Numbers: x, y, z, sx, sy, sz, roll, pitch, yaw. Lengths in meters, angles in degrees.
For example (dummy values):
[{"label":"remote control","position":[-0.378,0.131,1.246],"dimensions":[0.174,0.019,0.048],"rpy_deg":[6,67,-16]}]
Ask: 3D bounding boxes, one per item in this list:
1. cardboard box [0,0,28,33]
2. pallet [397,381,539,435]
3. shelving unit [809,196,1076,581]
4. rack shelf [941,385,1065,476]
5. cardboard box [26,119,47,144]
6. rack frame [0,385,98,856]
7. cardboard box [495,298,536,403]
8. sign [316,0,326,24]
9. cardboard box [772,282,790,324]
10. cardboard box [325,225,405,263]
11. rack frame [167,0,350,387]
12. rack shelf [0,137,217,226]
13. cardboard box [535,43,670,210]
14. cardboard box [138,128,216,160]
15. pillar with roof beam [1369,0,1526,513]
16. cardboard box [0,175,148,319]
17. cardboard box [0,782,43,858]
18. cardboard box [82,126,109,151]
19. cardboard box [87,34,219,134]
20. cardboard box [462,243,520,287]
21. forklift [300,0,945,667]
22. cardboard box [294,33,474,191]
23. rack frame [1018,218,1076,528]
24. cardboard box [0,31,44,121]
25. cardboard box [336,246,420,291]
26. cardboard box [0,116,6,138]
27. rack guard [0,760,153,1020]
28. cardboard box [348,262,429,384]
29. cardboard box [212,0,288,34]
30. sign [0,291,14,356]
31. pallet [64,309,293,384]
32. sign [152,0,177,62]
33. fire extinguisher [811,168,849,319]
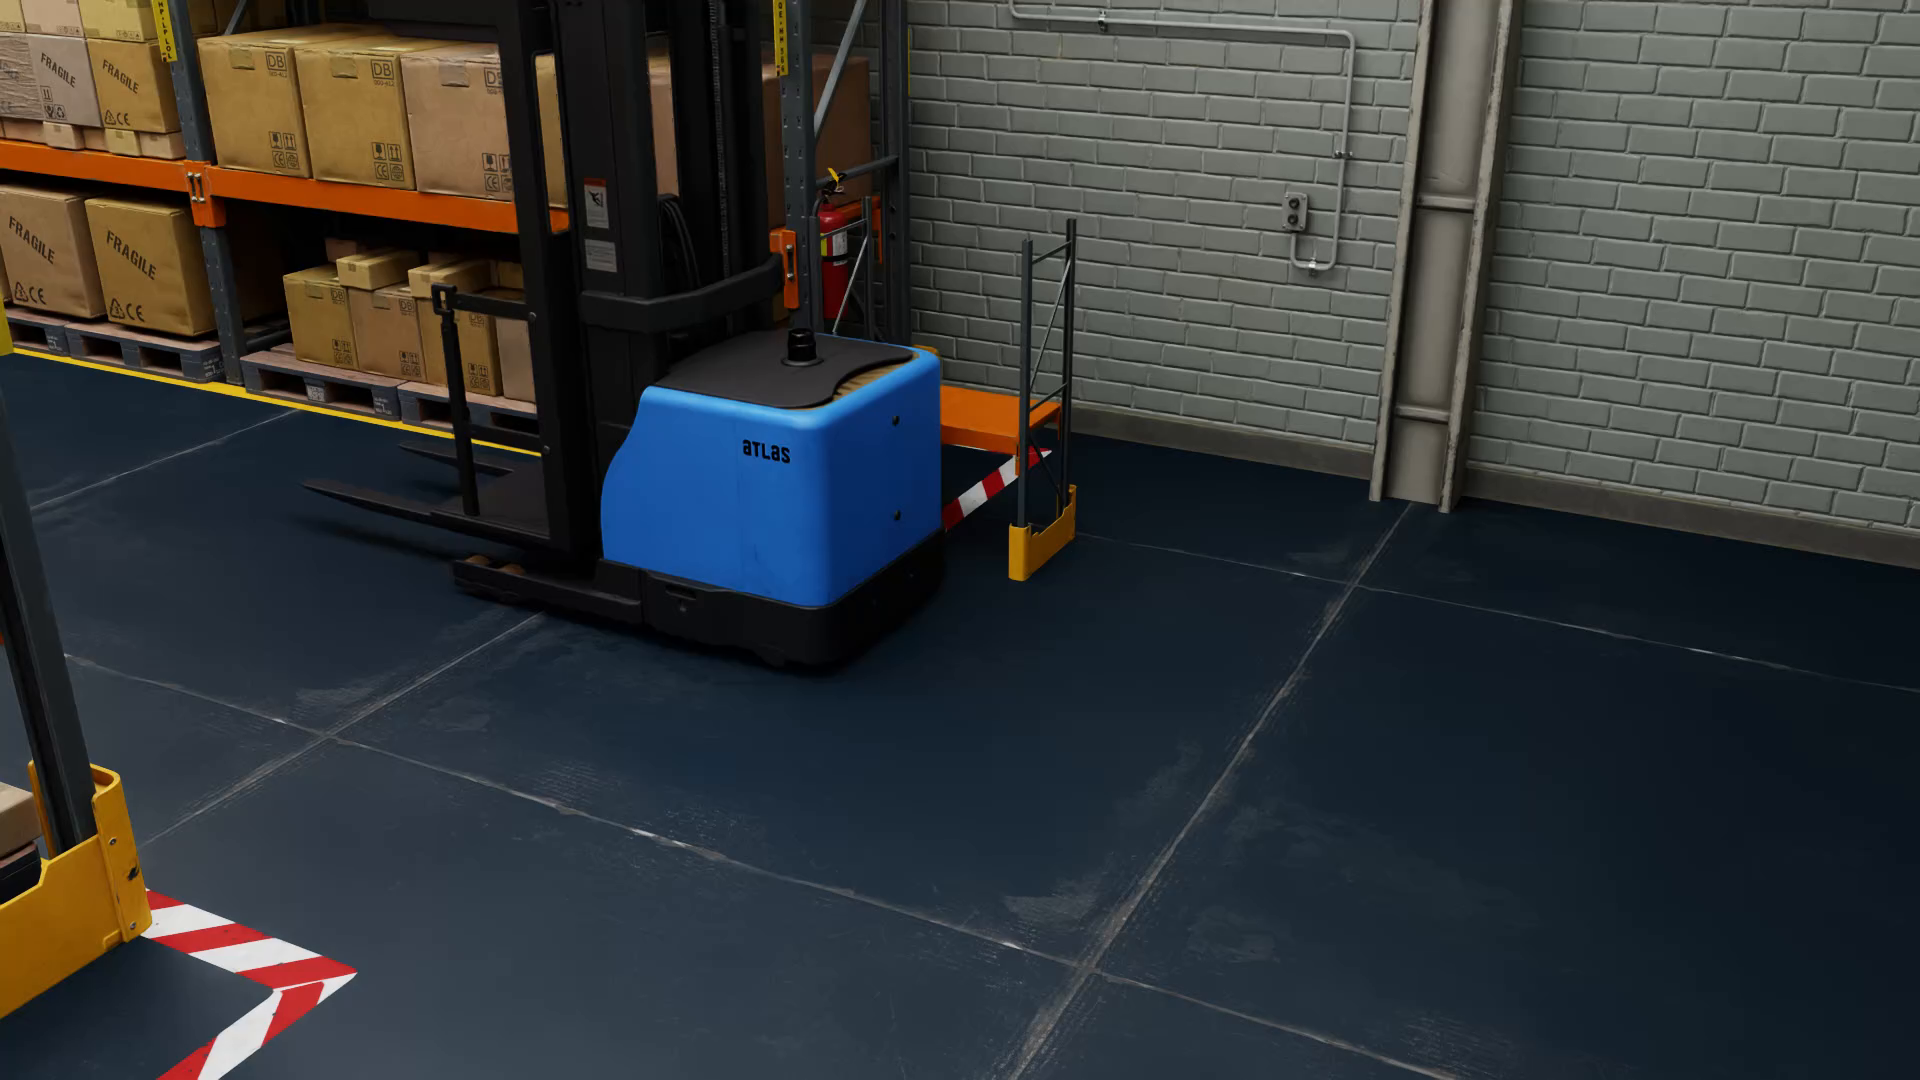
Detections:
[{"label":"cardboard box","position":[-5.544,-3.192,9.931],"dimensions":[0.500,0.250,0.500],"rpy_deg":[12,26,26]},{"label":"pallet","position":[-2.369,-0.818,9.404],"dimensions":[1.213,0.211,1.003],"rpy_deg":[11,25,25]},{"label":"shelving unit","position":[-0.068,-0.704,7.488],"dimensions":[1.083,1.500,0.587],"rpy_deg":[11,25,25]},{"label":"rack shelf","position":[-0.076,-0.540,7.562],"dimensions":[1.000,0.185,0.538],"rpy_deg":[11,25,25]},{"label":"cardboard box","position":[-5.432,-2.522,10.144],"dimensions":[0.250,0.149,0.380],"rpy_deg":[11,25,25]},{"label":"rack frame","position":[-2.767,-0.041,4.013],"dimensions":[0.127,3.000,1.000],"rpy_deg":[11,25,25]},{"label":"cardboard box","position":[-2.101,-1.080,9.114],"dimensions":[0.500,0.500,0.700],"rpy_deg":[10,25,23]},{"label":"sign","position":[-3.856,-3.107,10.015],"dimensions":[0.005,0.325,0.100],"rpy_deg":[11,25,25]},{"label":"cardboard box","position":[-1.003,-1.249,8.684],"dimensions":[0.250,0.149,0.380],"rpy_deg":[11,26,25]},{"label":"cardboard box","position":[-3.524,-1.746,9.852],"dimensions":[0.250,0.149,0.380],"rpy_deg":[11,25,24]},{"label":"rack frame","position":[-4.105,-2.478,9.743],"dimensions":[0.127,3.000,1.000],"rpy_deg":[11,25,25]},{"label":"rack shelf","position":[-5.890,-2.500,10.715],"dimensions":[4.000,0.370,1.077],"rpy_deg":[11,25,25]},{"label":"cardboard box","position":[-1.649,-2.121,8.520],"dimensions":[0.700,0.700,0.980],"rpy_deg":[11,25,24]},{"label":"cardboard box","position":[-4.534,-2.332,9.697],"dimensions":[0.250,0.149,0.380],"rpy_deg":[11,26,25]},{"label":"pillar with roof beam","position":[0.322,-2.854,2.962],"dimensions":[0.400,9.000,9.100],"rpy_deg":[11,25,25]},{"label":"cardboard box","position":[-5.538,-1.907,10.612],"dimensions":[0.750,0.750,0.750],"rpy_deg":[12,26,26]},{"label":"cardboard box","position":[-2.986,0.875,4.941],"dimensions":[0.250,0.149,0.380],"rpy_deg":[11,25,25]},{"label":"cardboard box","position":[-4.981,-2.430,9.927],"dimensions":[0.250,0.149,0.380],"rpy_deg":[12,26,26]},{"label":"cardboard box","position":[-4.631,-2.663,9.646],"dimensions":[0.500,0.500,0.500],"rpy_deg":[11,25,24]},{"label":"cardboard box","position":[-2.592,-1.563,9.420],"dimensions":[0.250,0.149,0.380],"rpy_deg":[11,26,25]},{"label":"forklift","position":[-1.610,-1.246,6.934],"dimensions":[3.031,2.935,1.130],"rpy_deg":[12,26,26]},{"label":"cardboard box","position":[-2.979,-2.384,9.139],"dimensions":[0.700,0.700,0.980],"rpy_deg":[11,25,23]},{"label":"rack frame","position":[0.378,-0.615,7.281],"dimensions":[0.032,1.500,0.500],"rpy_deg":[11,25,25]},{"label":"cardboard box","position":[-5.535,-2.842,10.066],"dimensions":[0.500,0.500,0.500],"rpy_deg":[11,26,25]},{"label":"cardboard box","position":[-3.261,-1.527,9.337],"dimensions":[0.250,0.149,0.380],"rpy_deg":[12,26,26]},{"label":"cardboard box","position":[-5.880,-2.623,10.380],"dimensions":[0.250,0.149,0.380],"rpy_deg":[12,26,26]},{"label":"rack guard","position":[-2.835,1.096,4.534],"dimensions":[0.348,0.500,1.175],"rpy_deg":[11,25,25]},{"label":"cardboard box","position":[-3.037,-1.263,9.544],"dimensions":[0.500,0.500,0.700],"rpy_deg":[11,25,24]},{"label":"cardboard box","position":[-4.398,-3.187,9.920],"dimensions":[0.500,0.250,0.500],"rpy_deg":[12,26,26]},{"label":"sign","position":[-2.522,-0.629,4.289],"dimensions":[0.005,0.325,0.100],"rpy_deg":[11,25,25]},{"label":"pallet","position":[-4.828,-1.304,10.548],"dimensions":[1.213,0.211,1.003],"rpy_deg":[11,25,25]},{"label":"sign","position":[-4.341,-2.783,9.083],"dimensions":[0.005,0.325,0.100],"rpy_deg":[11,25,25]},{"label":"fire extinguisher","position":[-0.609,-1.376,7.729],"dimensions":[0.183,0.674,0.296],"rpy_deg":[11,25,25]}]
